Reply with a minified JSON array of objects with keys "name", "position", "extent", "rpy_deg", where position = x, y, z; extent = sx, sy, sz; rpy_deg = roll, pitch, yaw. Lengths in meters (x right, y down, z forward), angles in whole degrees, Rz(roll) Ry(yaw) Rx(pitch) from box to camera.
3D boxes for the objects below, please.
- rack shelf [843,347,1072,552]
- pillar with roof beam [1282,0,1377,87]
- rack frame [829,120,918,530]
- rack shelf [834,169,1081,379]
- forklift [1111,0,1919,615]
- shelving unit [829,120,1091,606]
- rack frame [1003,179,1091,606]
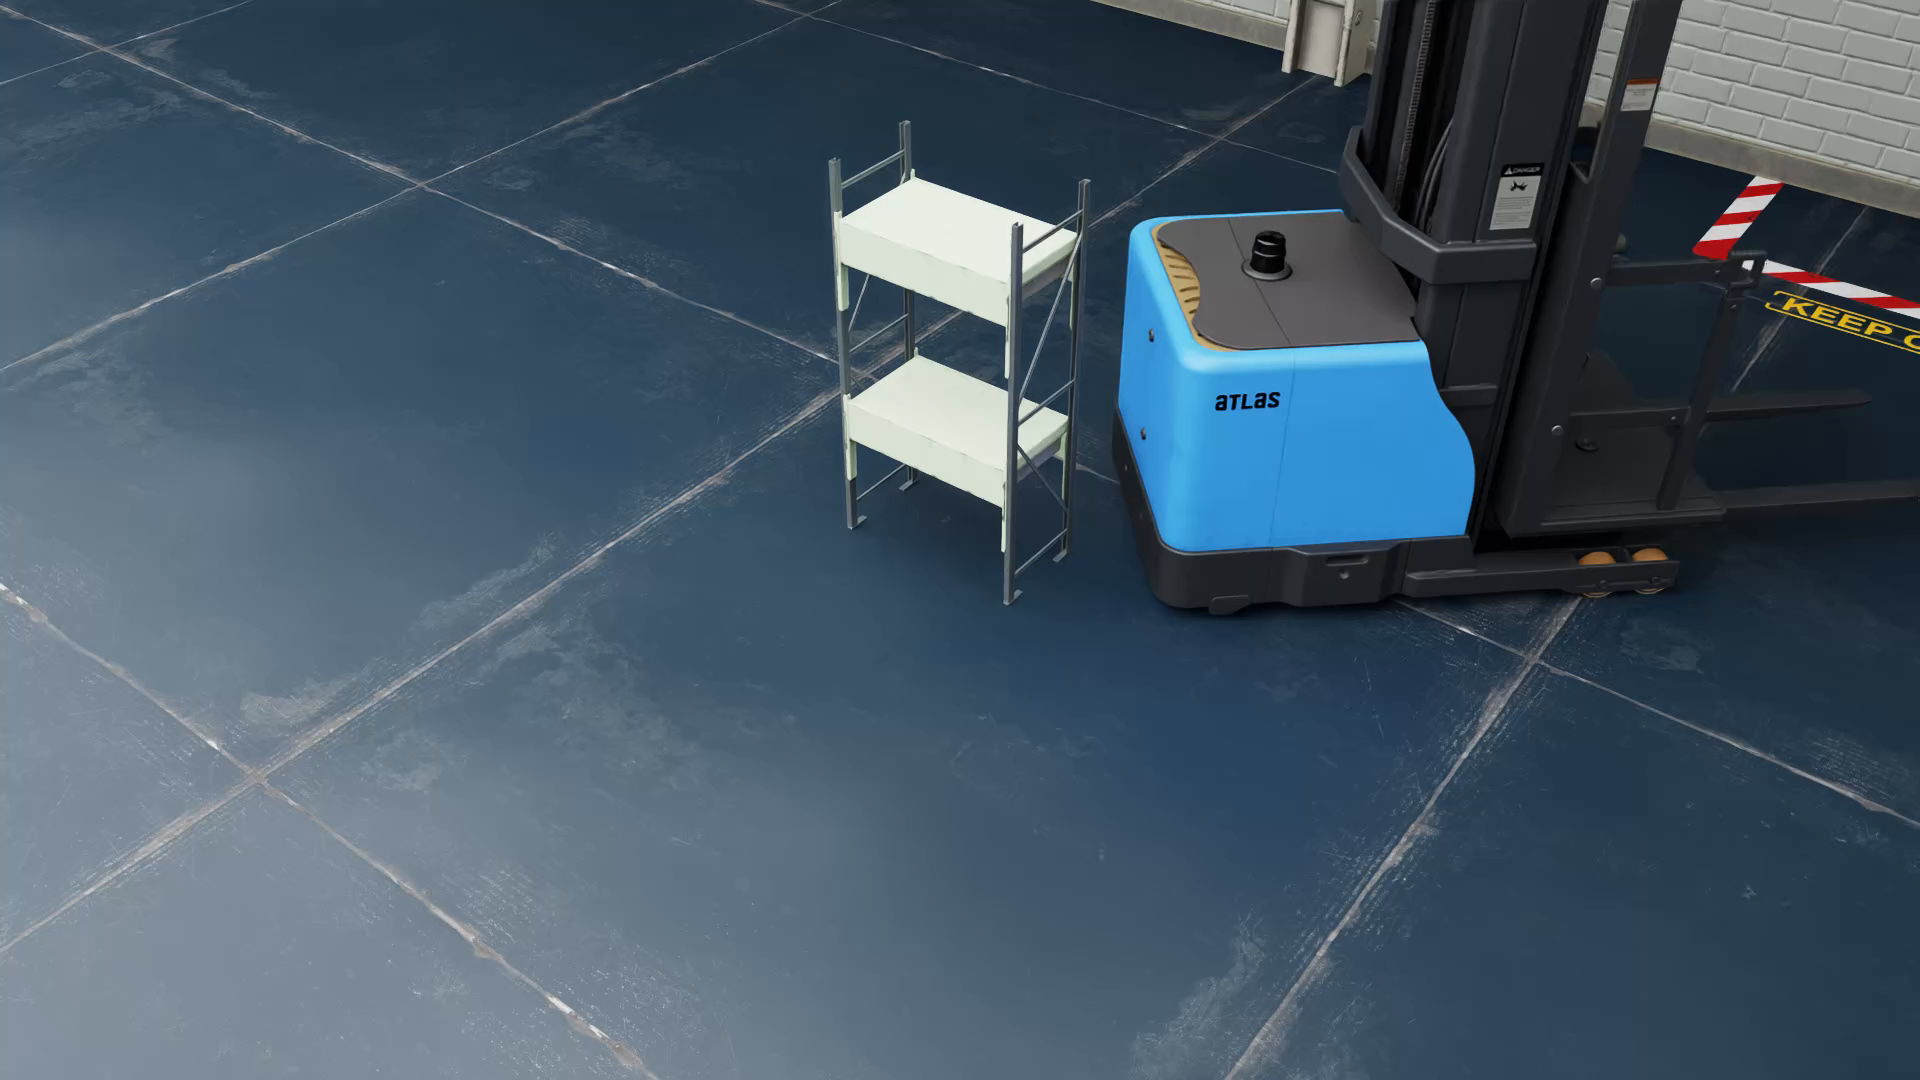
[{"name":"rack shelf","position":[-0.005,-0.336,5.992],"extent":[0.720,0.370,0.431],"rpy_deg":[25,45,29]},{"name":"pillar with roof beam","position":[-0.477,-4.195,4.309],"extent":[0.400,9.000,9.100],"rpy_deg":[25,45,29]},{"name":"rack frame","position":[-0.296,-0.730,5.966],"extent":[0.023,1.500,0.400],"rpy_deg":[25,45,29]},{"name":"rack shelf","position":[-0.005,-0.900,5.550],"extent":[0.720,0.370,0.431],"rpy_deg":[25,45,29]},{"name":"forklift","position":[2.148,-1.269,5.493],"extent":[3.031,2.935,1.130],"rpy_deg":[-4,38,-5]},{"name":"shelving unit","position":[-0.005,-0.593,5.791],"extent":[0.755,1.500,0.431],"rpy_deg":[25,45,29]},{"name":"rack frame","position":[0.285,-0.456,5.616],"extent":[0.023,1.500,0.400],"rpy_deg":[25,45,29]}]
